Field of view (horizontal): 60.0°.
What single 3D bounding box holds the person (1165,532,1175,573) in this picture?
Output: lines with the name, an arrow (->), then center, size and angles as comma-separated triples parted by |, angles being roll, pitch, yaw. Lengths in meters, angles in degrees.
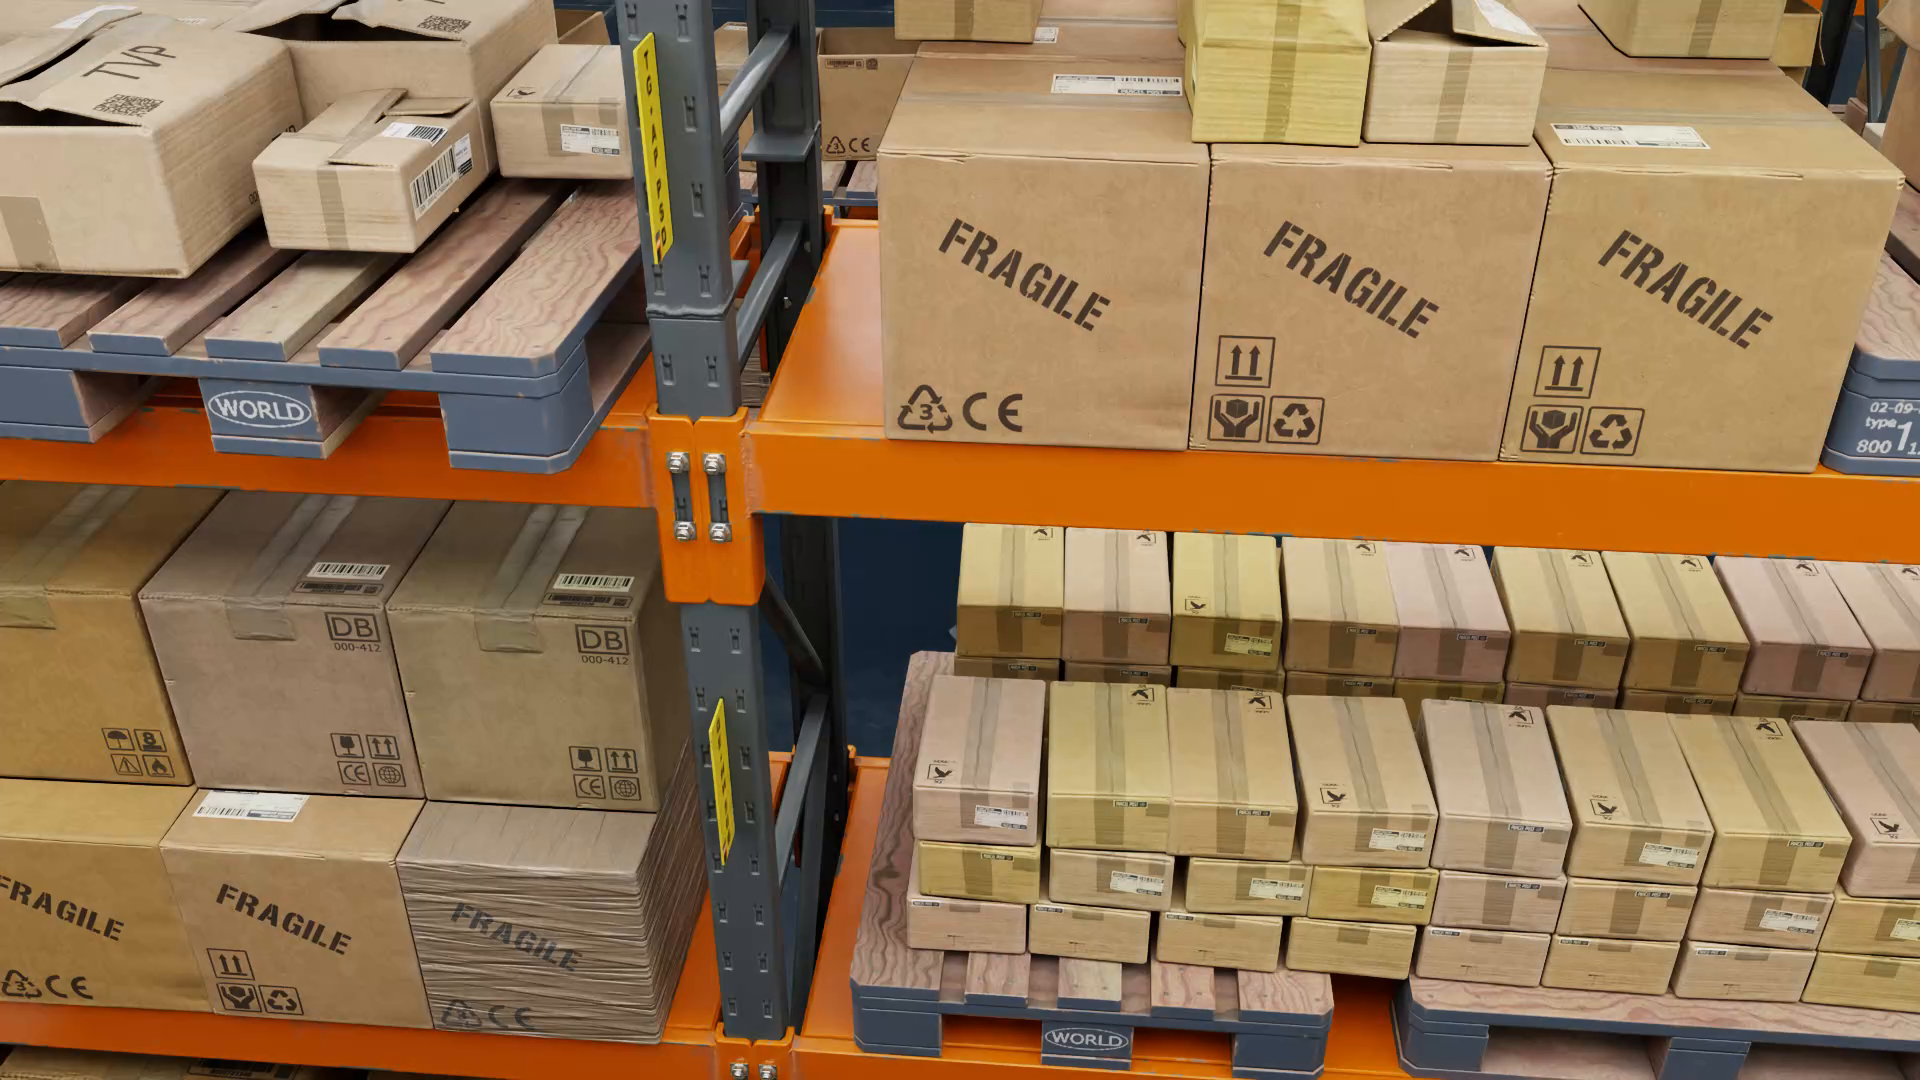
person -> 0.857, -0.502, 6.941 | 0.794, 1.771, 0.619 | -16, 35, -24
